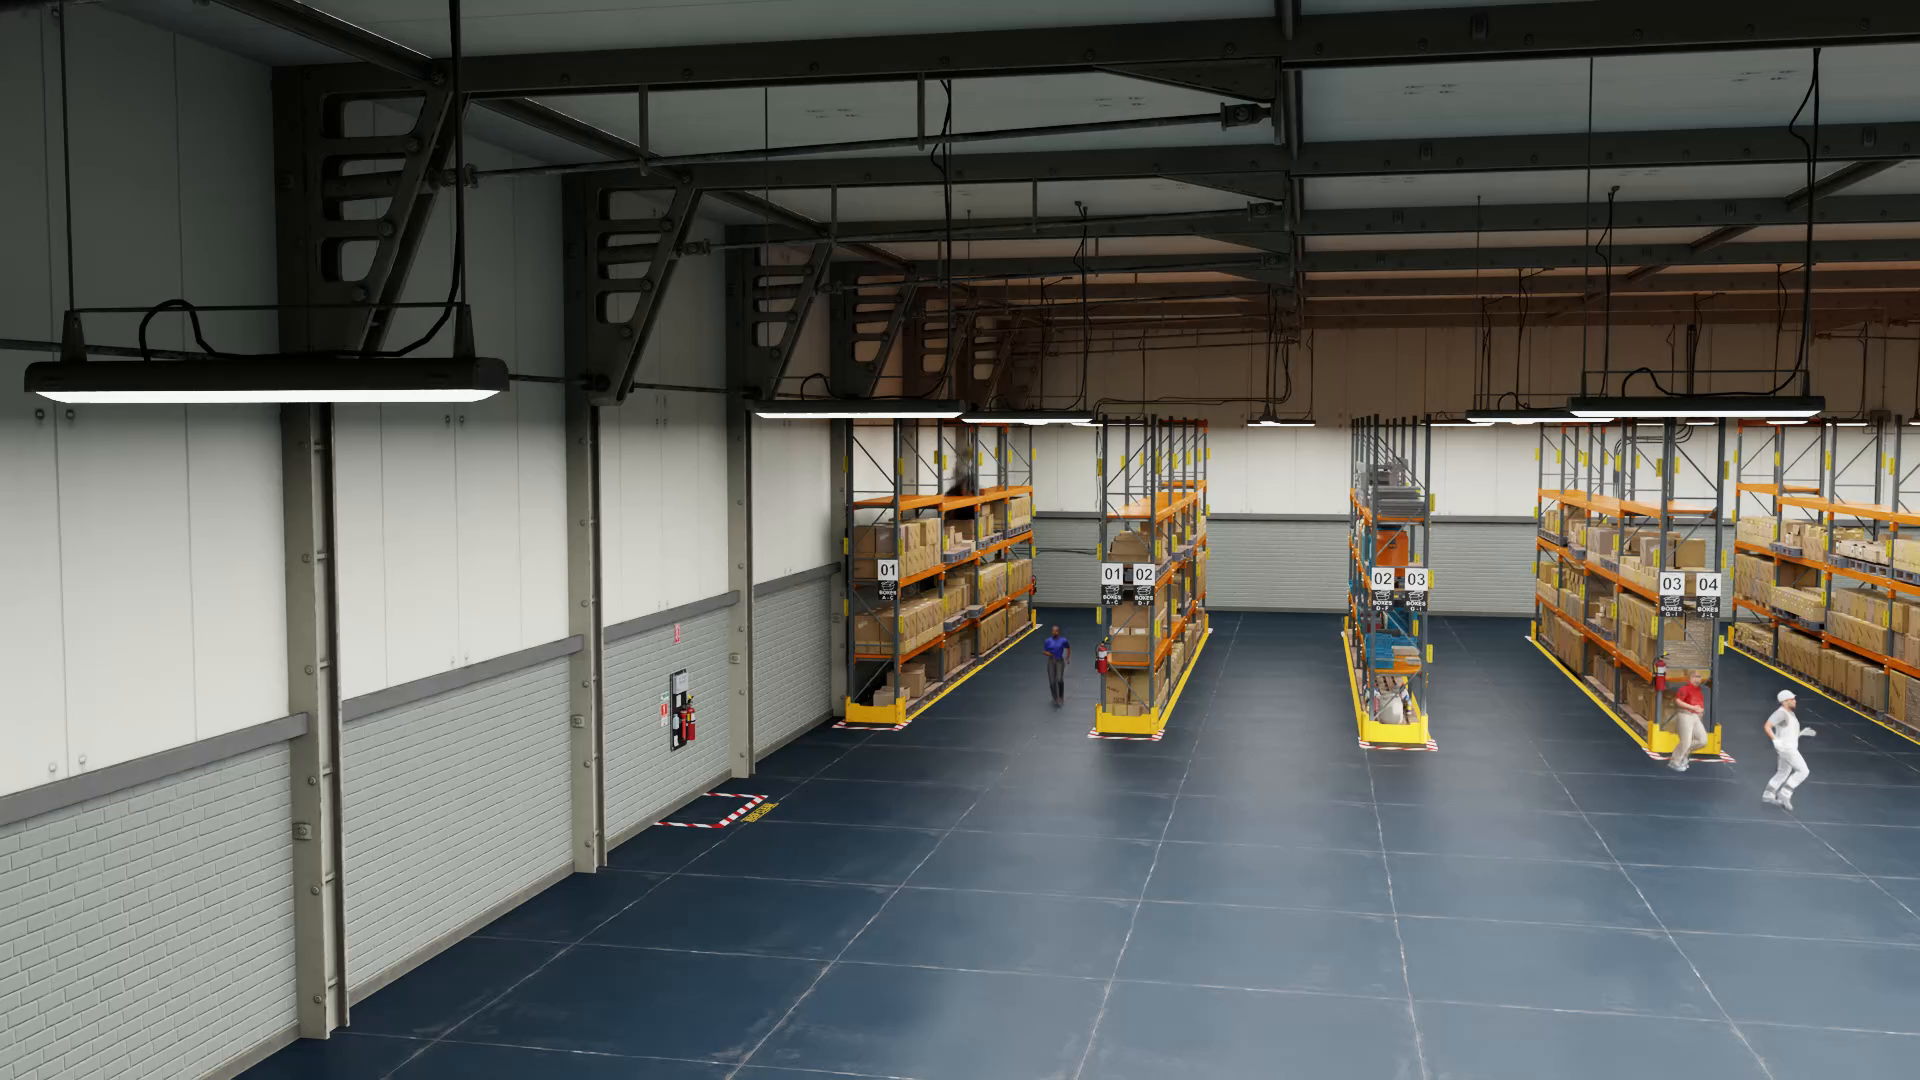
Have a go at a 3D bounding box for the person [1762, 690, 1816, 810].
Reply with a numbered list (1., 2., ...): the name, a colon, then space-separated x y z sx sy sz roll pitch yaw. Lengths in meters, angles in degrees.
1. person: 12.482 3.159 25.042 0.701 1.785 0.641 2 4 32

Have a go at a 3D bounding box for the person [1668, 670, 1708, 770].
1. person: 12.340 3.031 27.970 0.664 1.663 0.578 -2 4 -30

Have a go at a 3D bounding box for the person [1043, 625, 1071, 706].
1. person: 2.000 2.605 34.473 0.544 1.664 0.688 1 4 10
